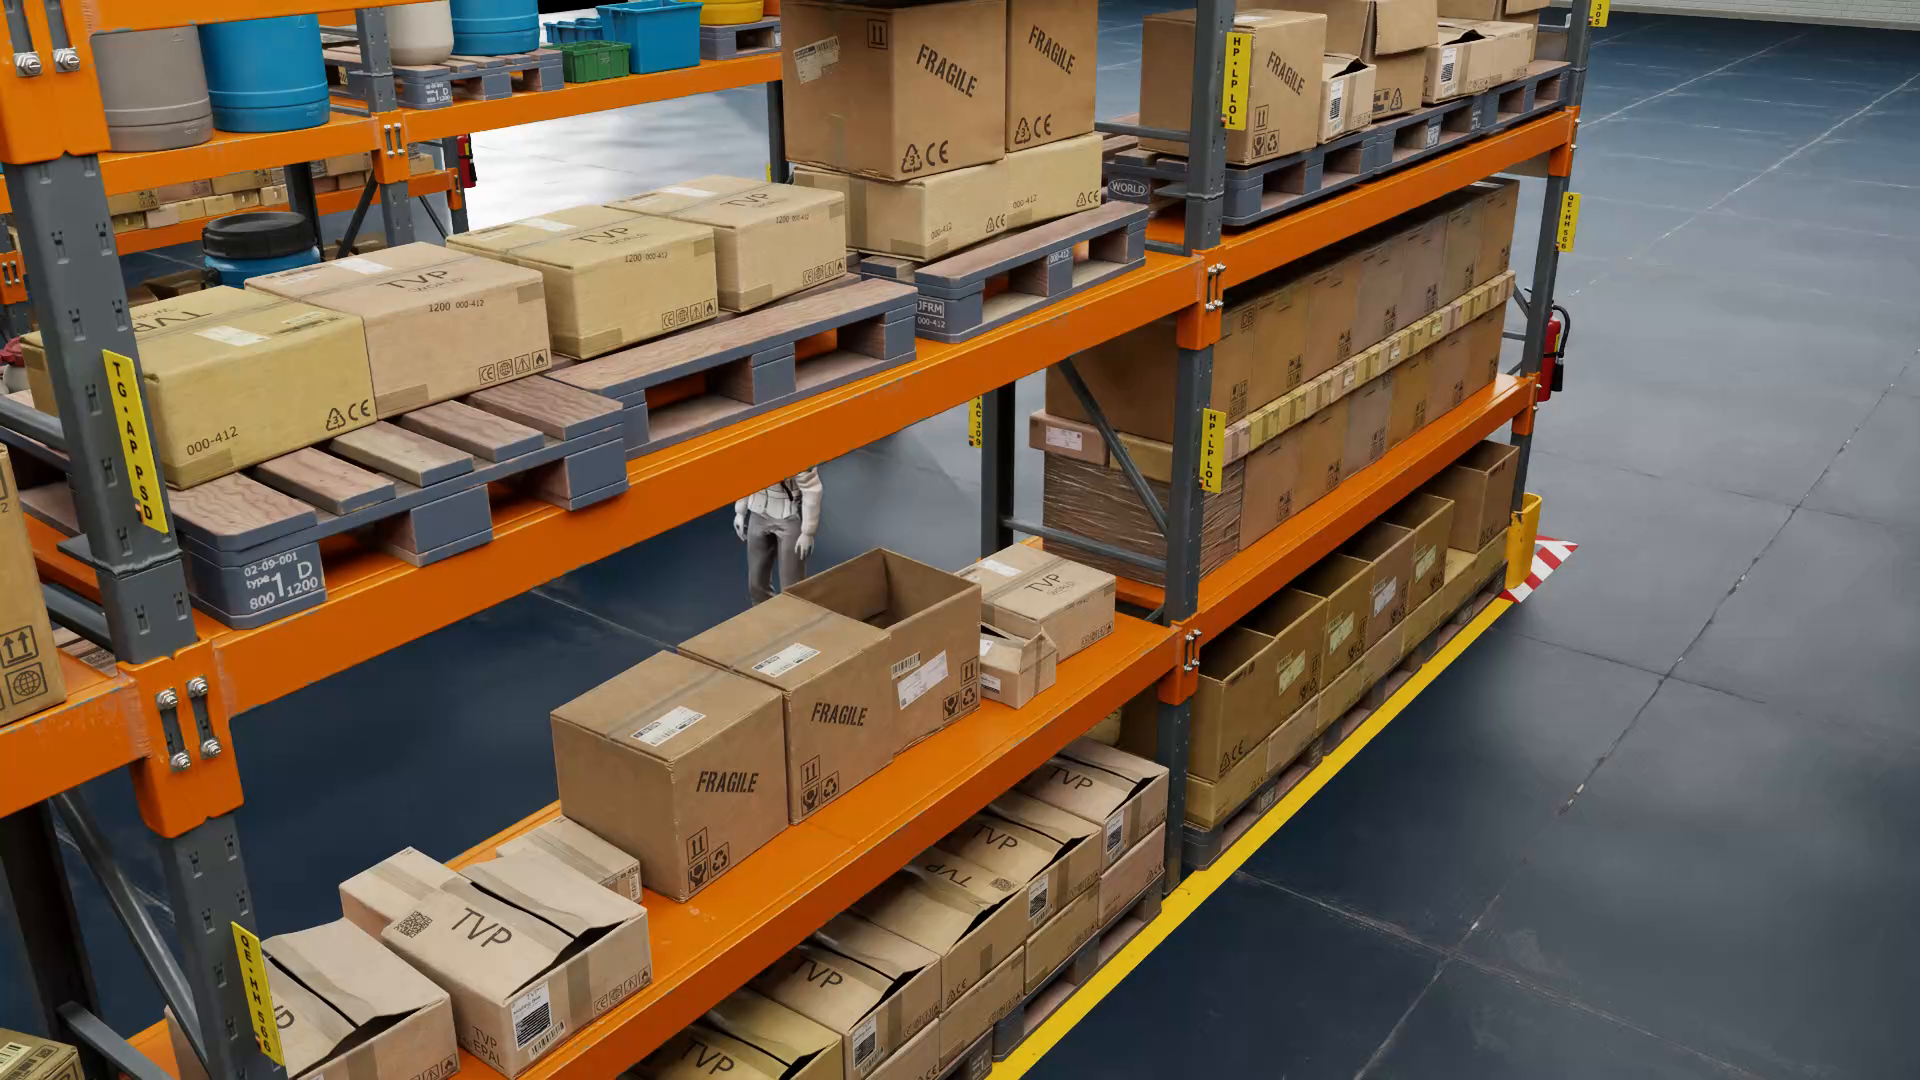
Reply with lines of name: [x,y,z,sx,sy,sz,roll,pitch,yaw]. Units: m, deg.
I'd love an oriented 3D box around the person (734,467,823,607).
person: [-0.966,-0.084,8.788,0.538,1.663,0.378,16,28,32]
